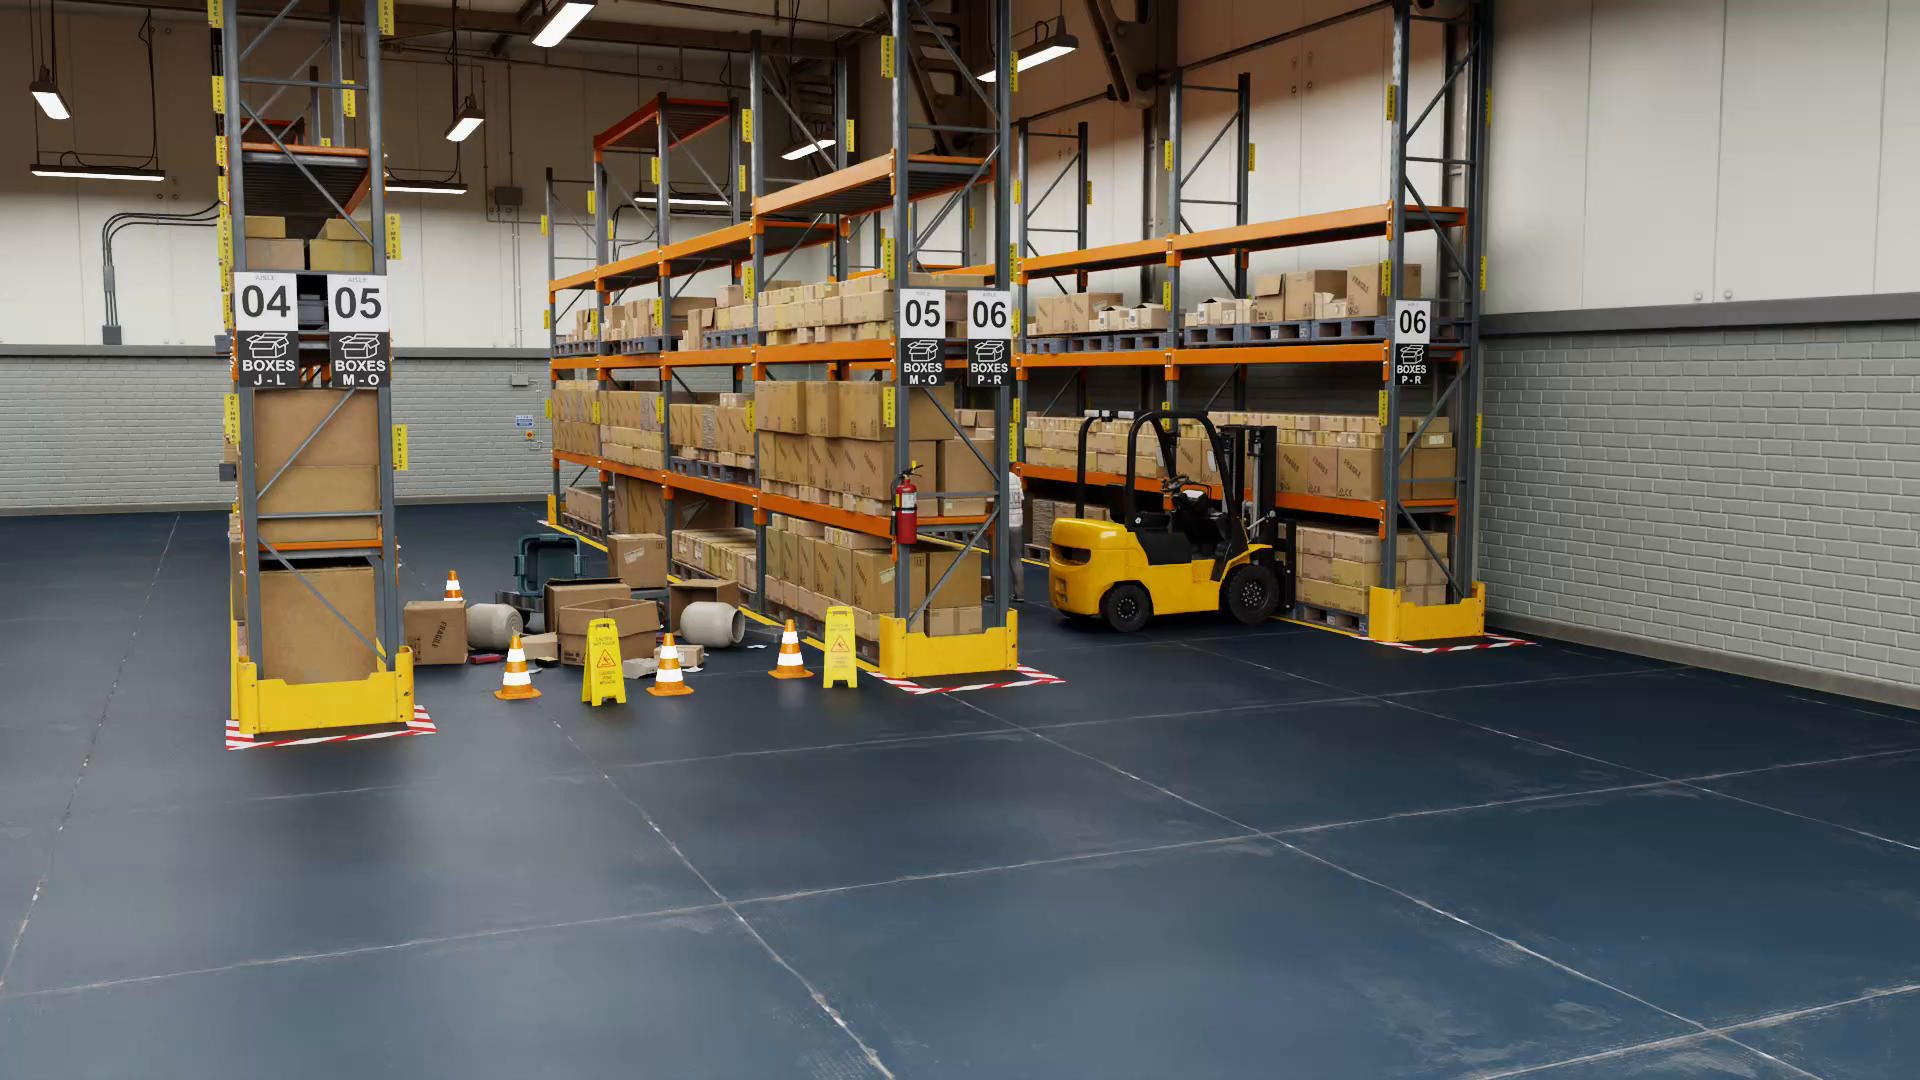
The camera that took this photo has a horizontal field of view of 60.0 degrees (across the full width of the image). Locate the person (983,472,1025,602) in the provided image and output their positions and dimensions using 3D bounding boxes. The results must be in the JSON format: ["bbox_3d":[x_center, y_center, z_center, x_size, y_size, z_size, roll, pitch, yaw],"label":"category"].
[{"bbox_3d":[0.492,-0.137,18.438,0.517,1.657,0.417,-3,6,-25],"label":"person"}]
